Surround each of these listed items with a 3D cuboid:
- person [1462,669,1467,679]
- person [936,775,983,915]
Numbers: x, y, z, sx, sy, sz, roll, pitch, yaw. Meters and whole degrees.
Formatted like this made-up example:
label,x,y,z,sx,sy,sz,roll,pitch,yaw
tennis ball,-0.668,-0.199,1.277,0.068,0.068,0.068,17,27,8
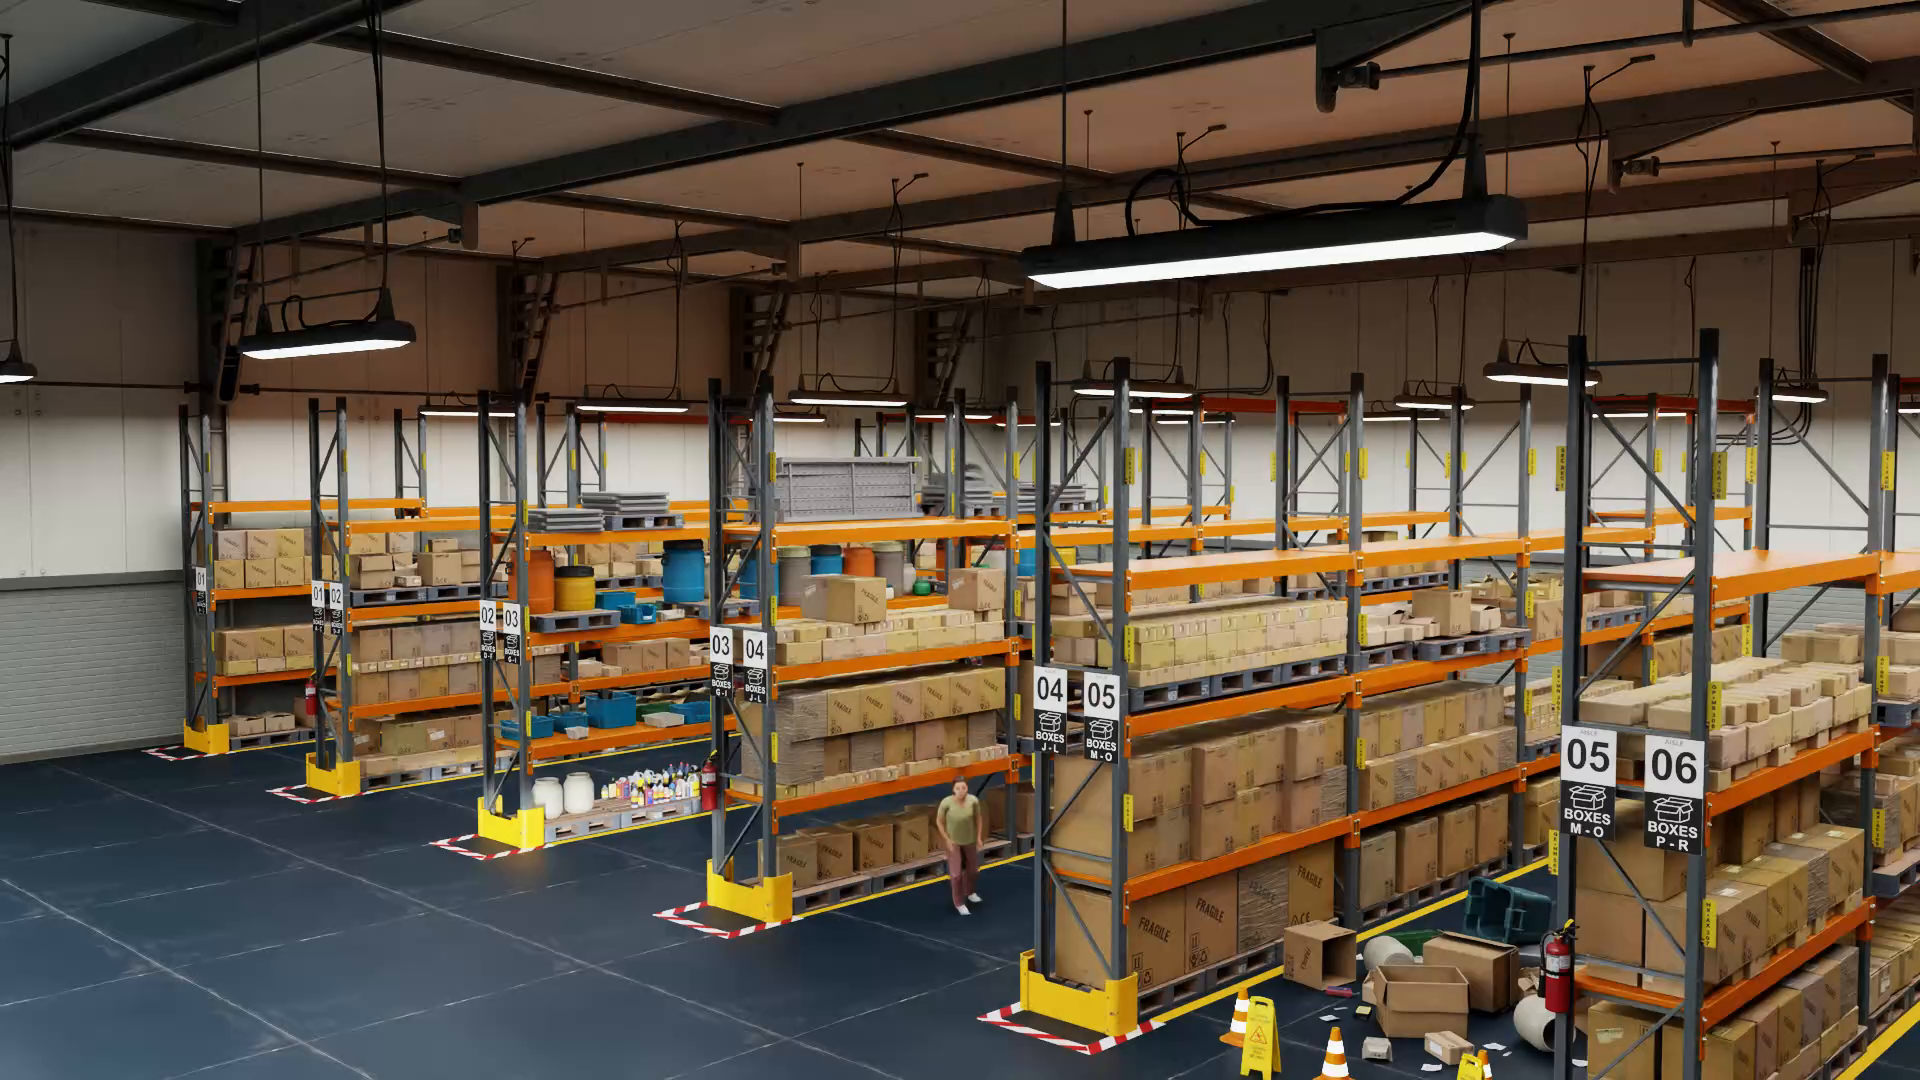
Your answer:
label,x,y,z,sx,sy,sz,roll,pitch,yaw
person,9.779,2.566,33.445,0.749,1.669,0.750,0,3,9
person,-0.005,3.389,18.680,0.576,1.603,0.749,-1,3,-12
